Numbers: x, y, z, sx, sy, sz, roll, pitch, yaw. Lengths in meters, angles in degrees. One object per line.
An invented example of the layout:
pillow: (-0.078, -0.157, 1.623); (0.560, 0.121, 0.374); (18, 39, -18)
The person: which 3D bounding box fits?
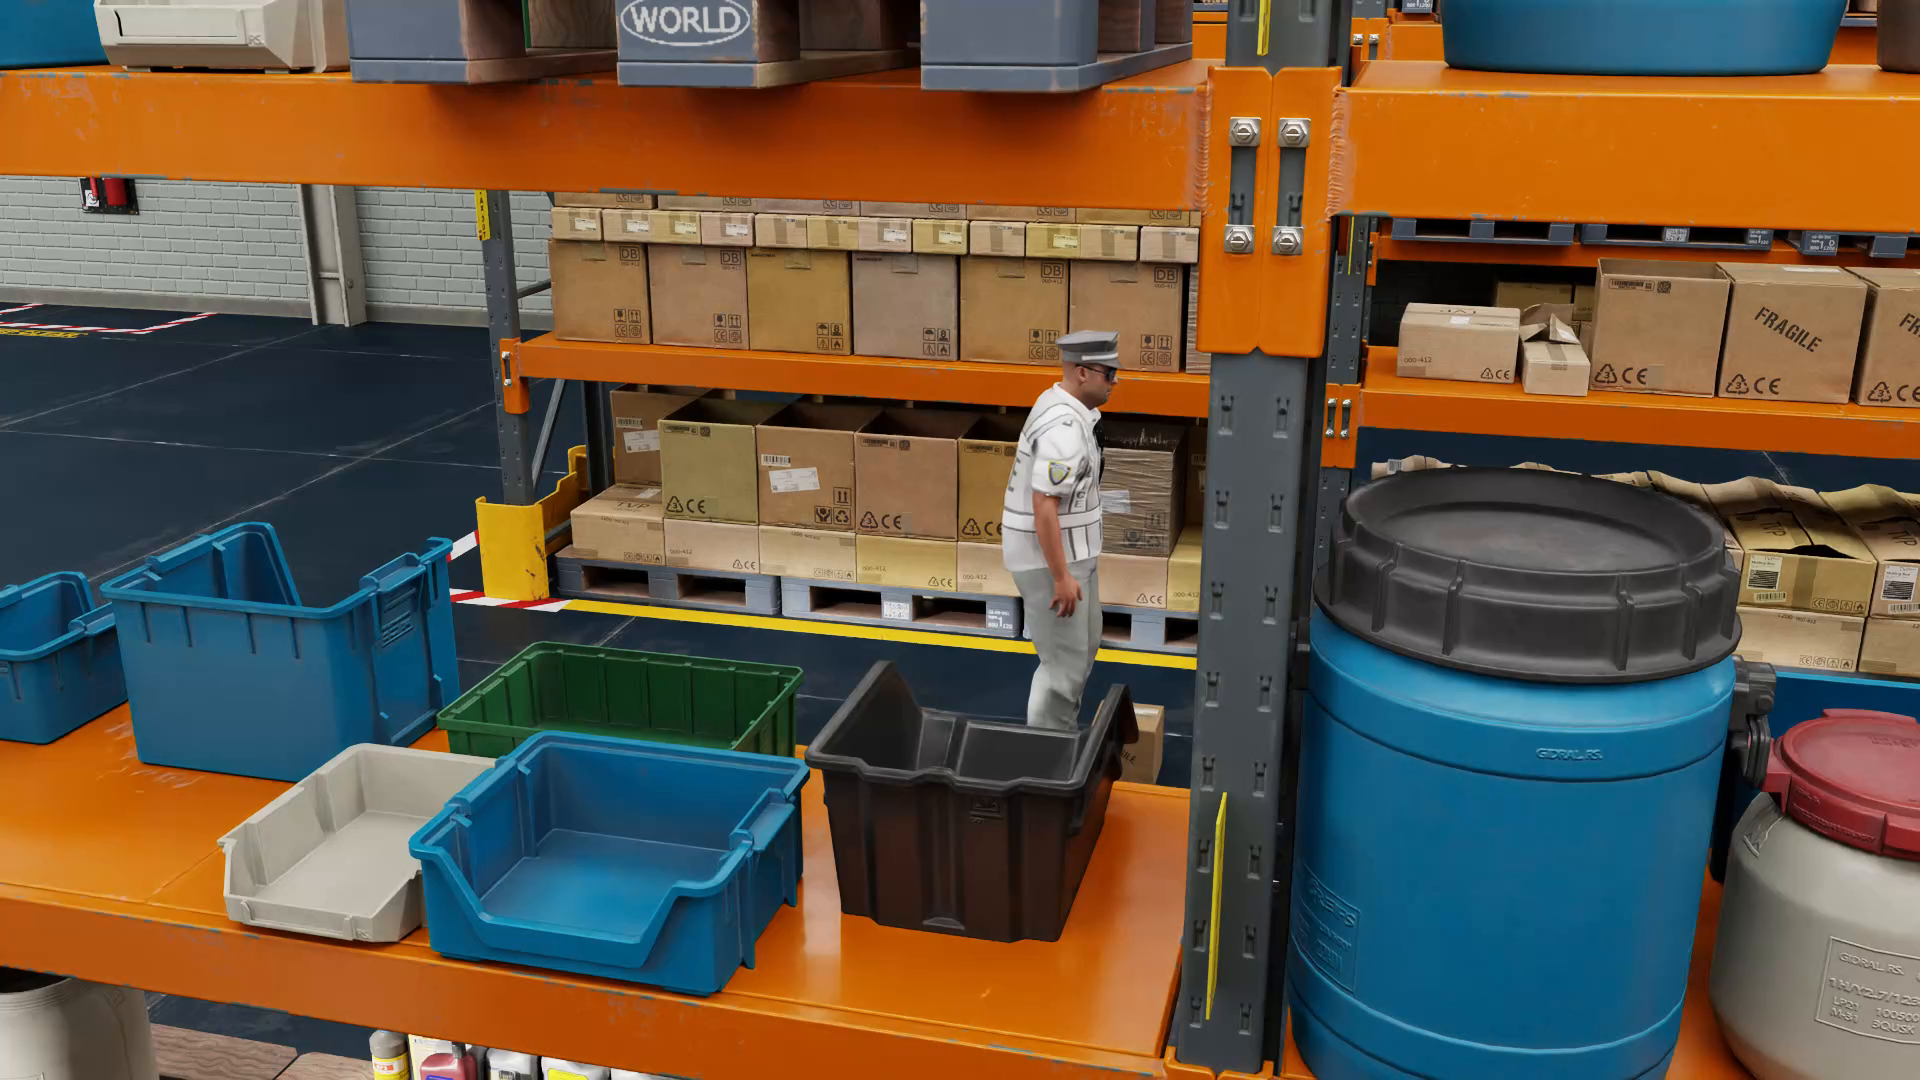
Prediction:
person: (0.388, 0.069, 6.336); (0.447, 1.747, 0.598); (3, 18, 10)
